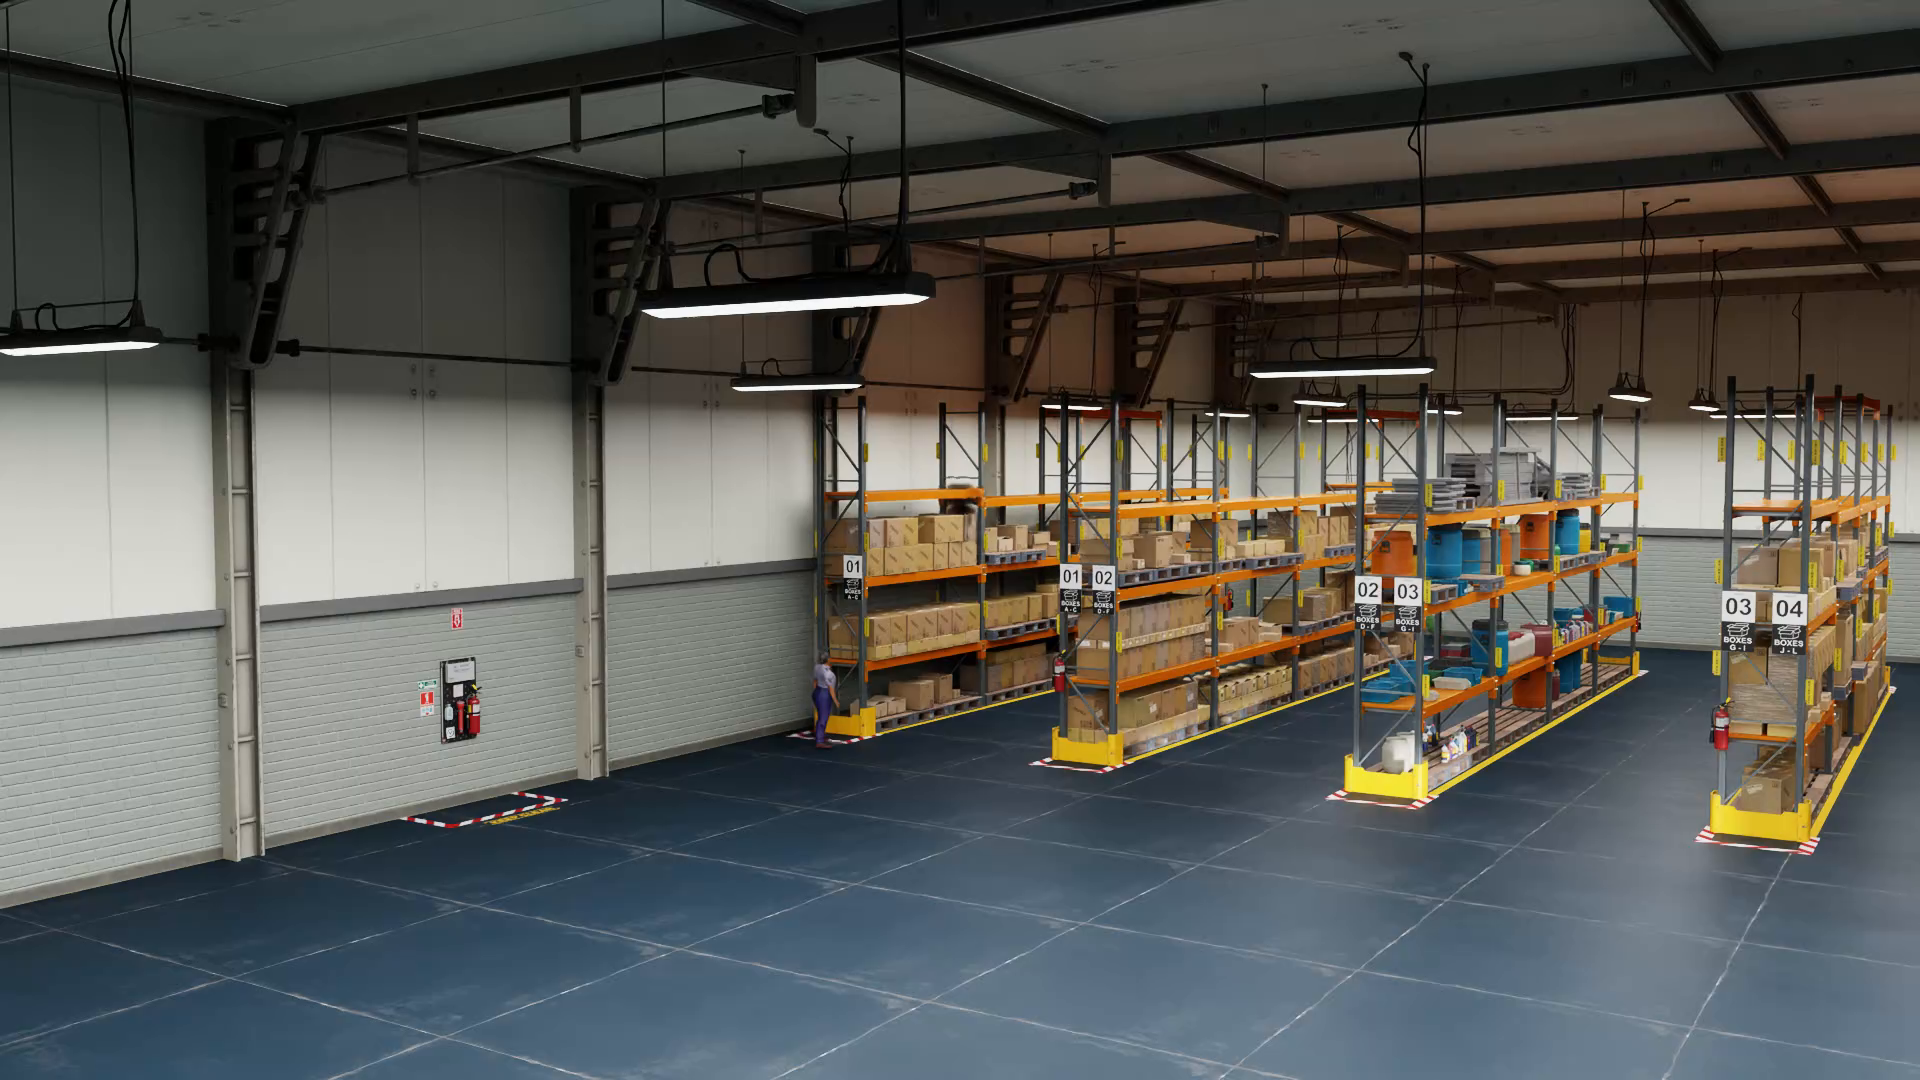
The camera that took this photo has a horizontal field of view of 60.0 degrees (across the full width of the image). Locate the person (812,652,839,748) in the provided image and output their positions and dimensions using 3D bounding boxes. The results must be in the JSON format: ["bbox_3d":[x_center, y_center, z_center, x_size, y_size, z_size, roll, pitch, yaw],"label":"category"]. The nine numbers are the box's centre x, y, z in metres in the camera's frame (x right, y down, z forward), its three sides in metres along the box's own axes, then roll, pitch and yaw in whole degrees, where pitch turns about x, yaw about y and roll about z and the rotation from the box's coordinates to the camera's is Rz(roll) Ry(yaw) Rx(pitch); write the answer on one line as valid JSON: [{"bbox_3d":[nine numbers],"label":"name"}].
[{"bbox_3d":[-2.316,2.726,28.367,0.469,1.669,0.665,-1,3,-22],"label":"person"}]

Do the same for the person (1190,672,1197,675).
[{"bbox_3d":[5.173,2.209,37.553,0.548,1.678,0.440,-2,3,-30],"label":"person"}]

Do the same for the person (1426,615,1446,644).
[{"bbox_3d":[11.841,1.901,42.370,1.053,1.756,0.621,0,3,4],"label":"person"}]
